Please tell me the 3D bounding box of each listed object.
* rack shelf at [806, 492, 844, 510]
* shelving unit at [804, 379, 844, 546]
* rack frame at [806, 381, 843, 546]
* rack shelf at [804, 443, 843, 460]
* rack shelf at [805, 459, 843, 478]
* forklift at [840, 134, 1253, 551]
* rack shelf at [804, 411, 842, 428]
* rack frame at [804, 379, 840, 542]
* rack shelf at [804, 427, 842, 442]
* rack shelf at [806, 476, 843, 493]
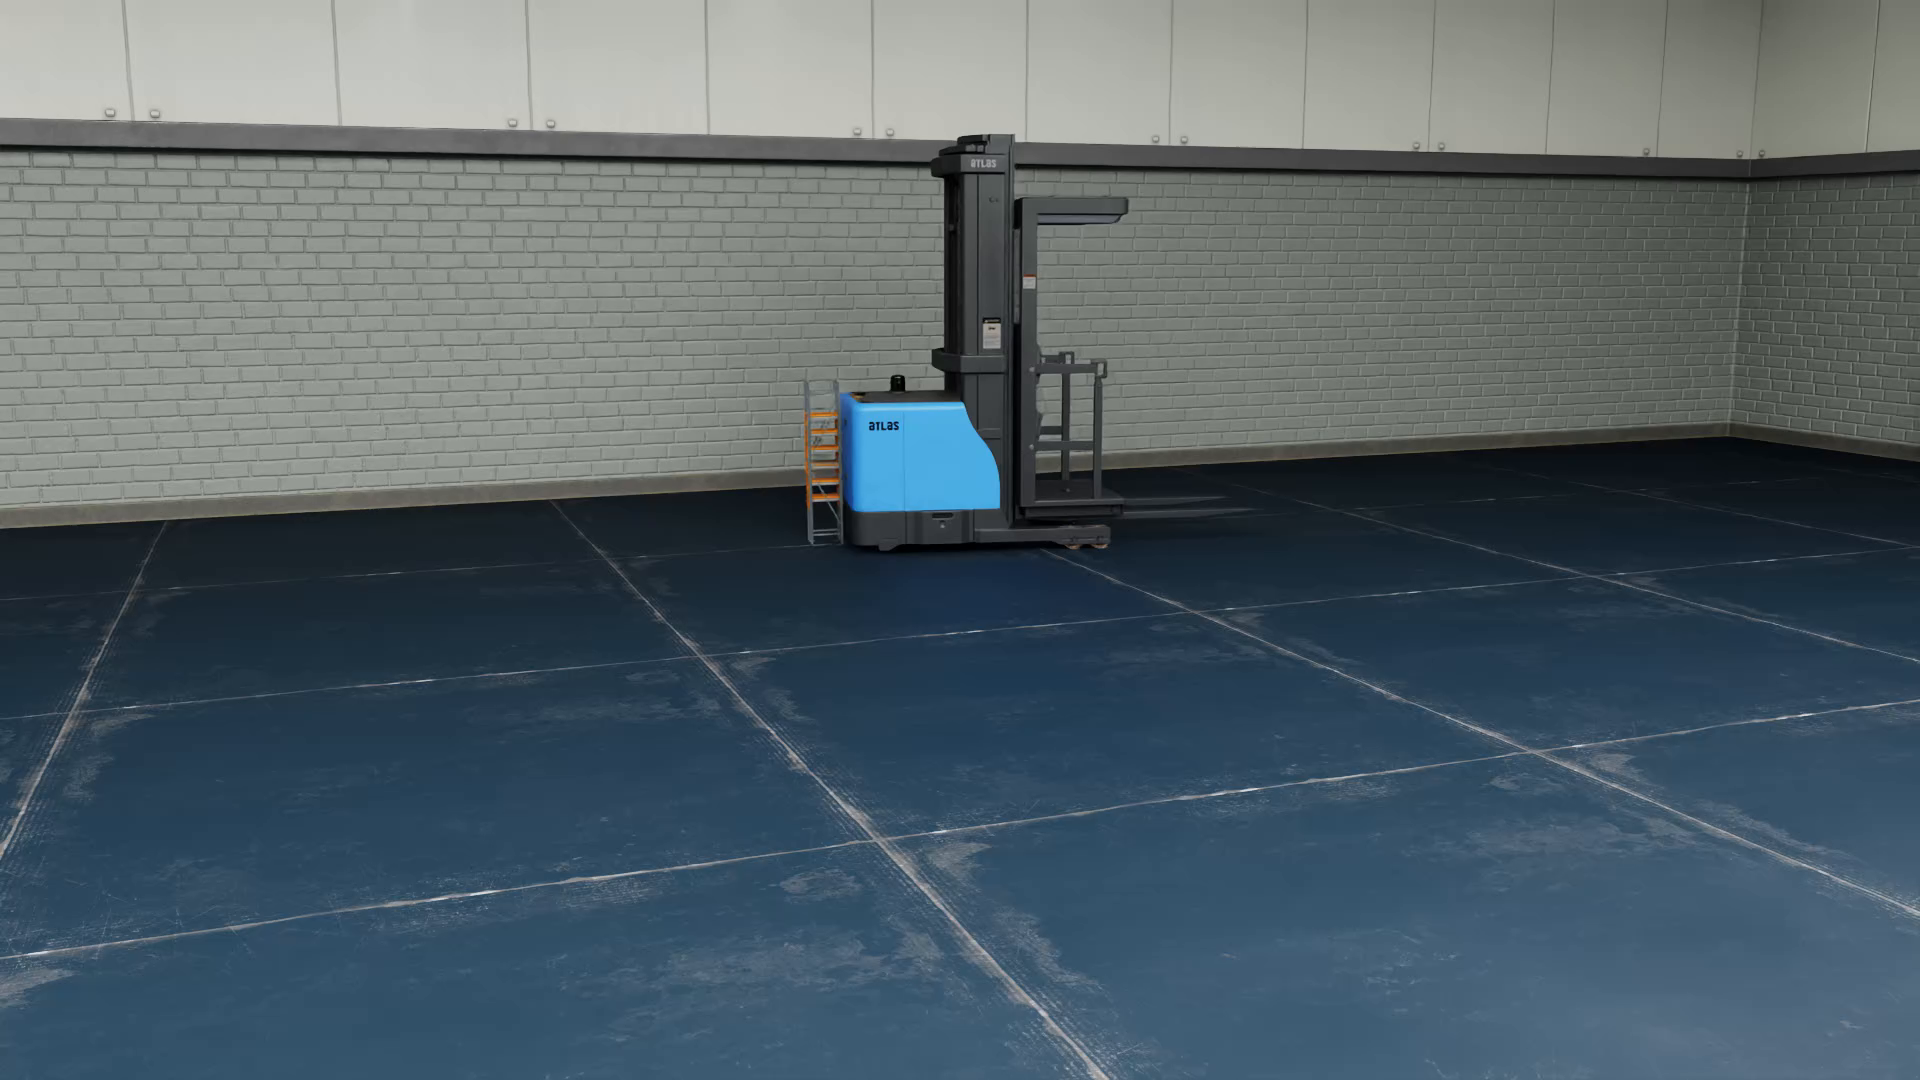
[{"bbox_3d":[-0.995,-0.287,12.224,0.258,0.103,0.180,-3,10,-11],"label":"rack shelf"},{"bbox_3d":[-0.998,-0.567,12.174,0.258,1.200,0.189,-3,10,-11],"label":"shelving unit"},{"bbox_3d":[-0.980,-0.551,12.085,0.240,1.200,0.006,-3,10,-11],"label":"rack frame"},{"bbox_3d":[-0.999,-0.641,12.160,0.258,0.103,0.180,-3,10,-11],"label":"rack shelf"},{"bbox_3d":[-0.998,-0.523,12.181,0.258,0.103,0.180,-3,10,-11],"label":"rack shelf"},{"bbox_3d":[0.646,-1.465,12.285,3.031,2.935,1.130,-2,10,-10],"label":"forklift"},{"bbox_3d":[-1.002,-0.878,12.118,0.258,0.103,0.180,-3,10,-11],"label":"rack shelf"},{"bbox_3d":[-1.016,-0.583,12.262,0.240,1.200,0.006,-3,10,-11],"label":"rack frame"},{"bbox_3d":[-1.000,-0.760,12.139,0.258,0.103,0.180,-3,10,-11],"label":"rack shelf"},{"bbox_3d":[-0.996,-0.405,12.203,0.258,0.103,0.180,-3,10,-11],"label":"rack shelf"}]
